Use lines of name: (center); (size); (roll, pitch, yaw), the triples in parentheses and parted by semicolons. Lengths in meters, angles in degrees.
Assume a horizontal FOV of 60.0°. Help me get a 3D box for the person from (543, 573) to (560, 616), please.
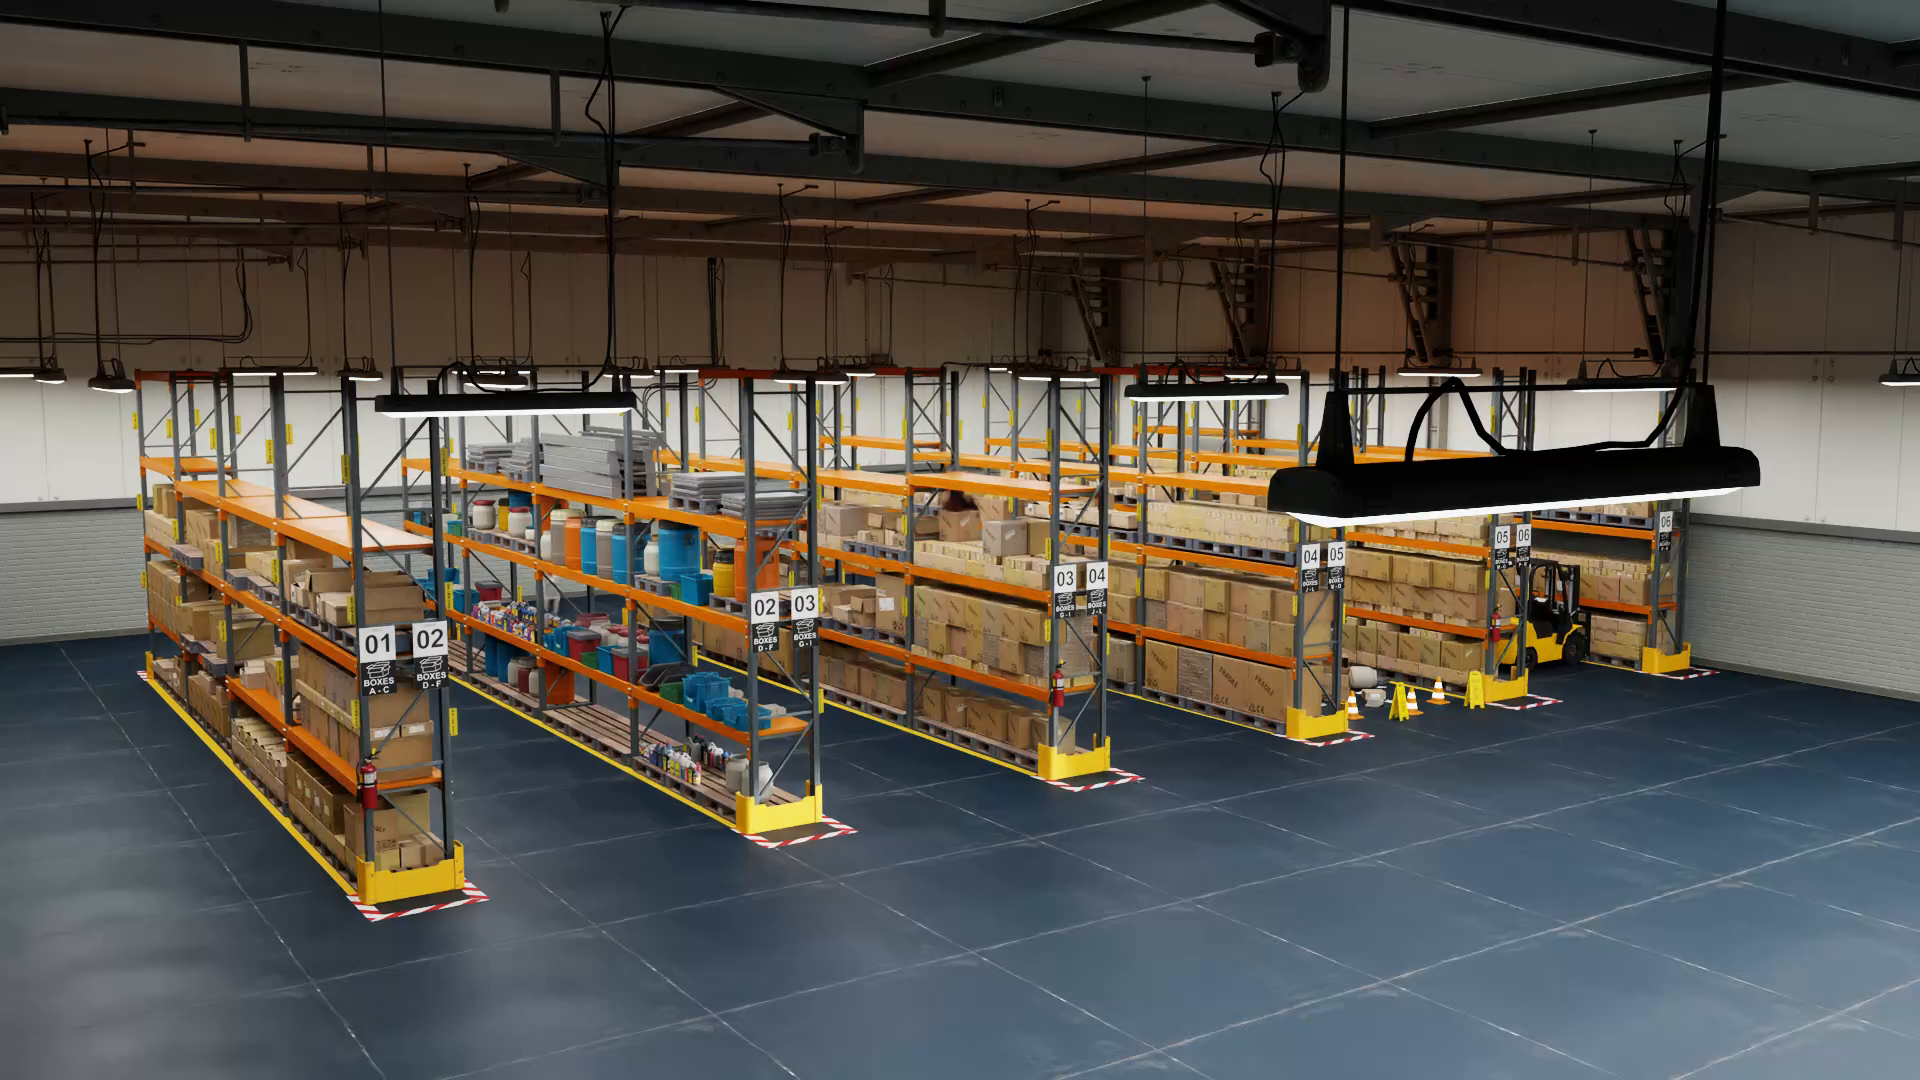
person: (-9.228, 1.351, 37.386); (0.484, 1.650, 0.359); (-3, 7, -26)
